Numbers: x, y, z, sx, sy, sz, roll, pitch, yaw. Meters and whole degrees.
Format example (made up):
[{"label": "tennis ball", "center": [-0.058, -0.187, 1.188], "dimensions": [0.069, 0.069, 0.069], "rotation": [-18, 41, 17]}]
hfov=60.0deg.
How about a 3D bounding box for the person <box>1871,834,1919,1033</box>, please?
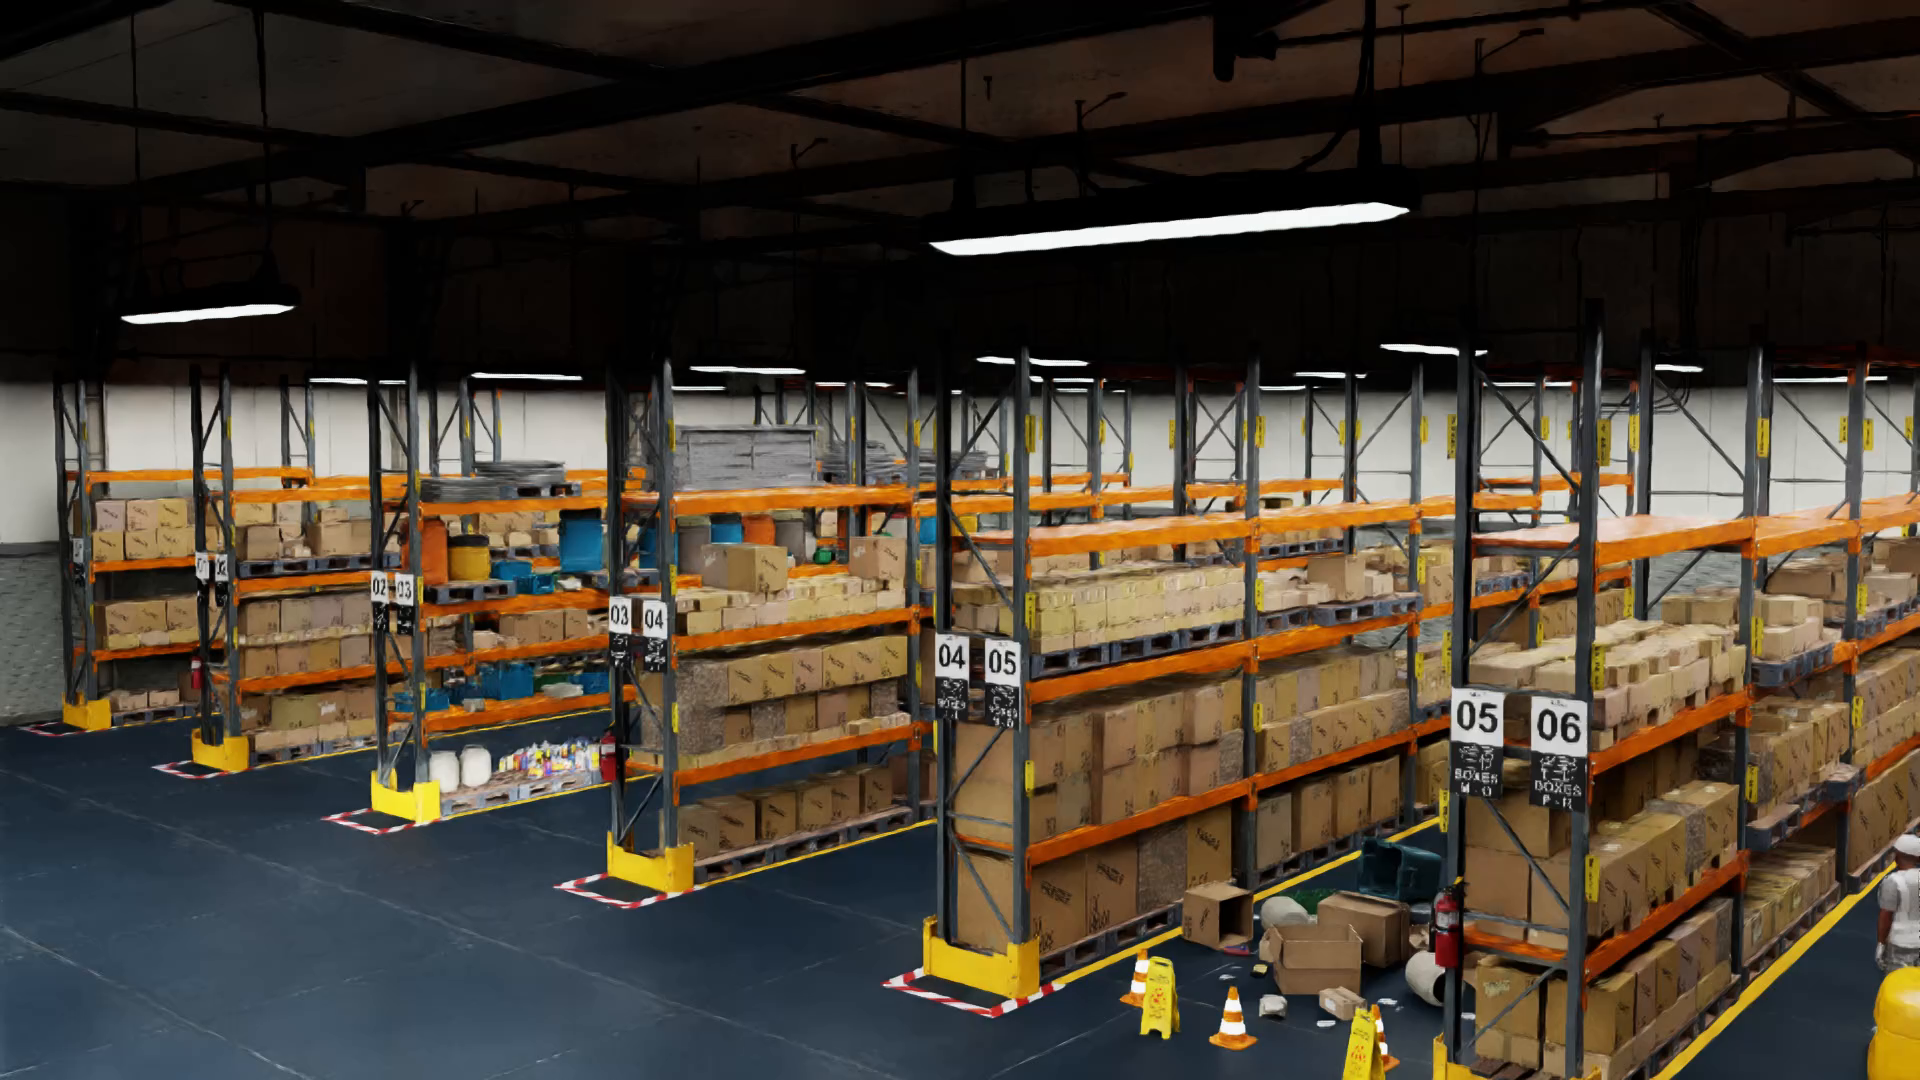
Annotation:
[{"label": "person", "center": [7.673, 3.276, 13.597], "dimensions": [0.616, 1.785, 0.493], "rotation": [-1, 4, -20]}]
